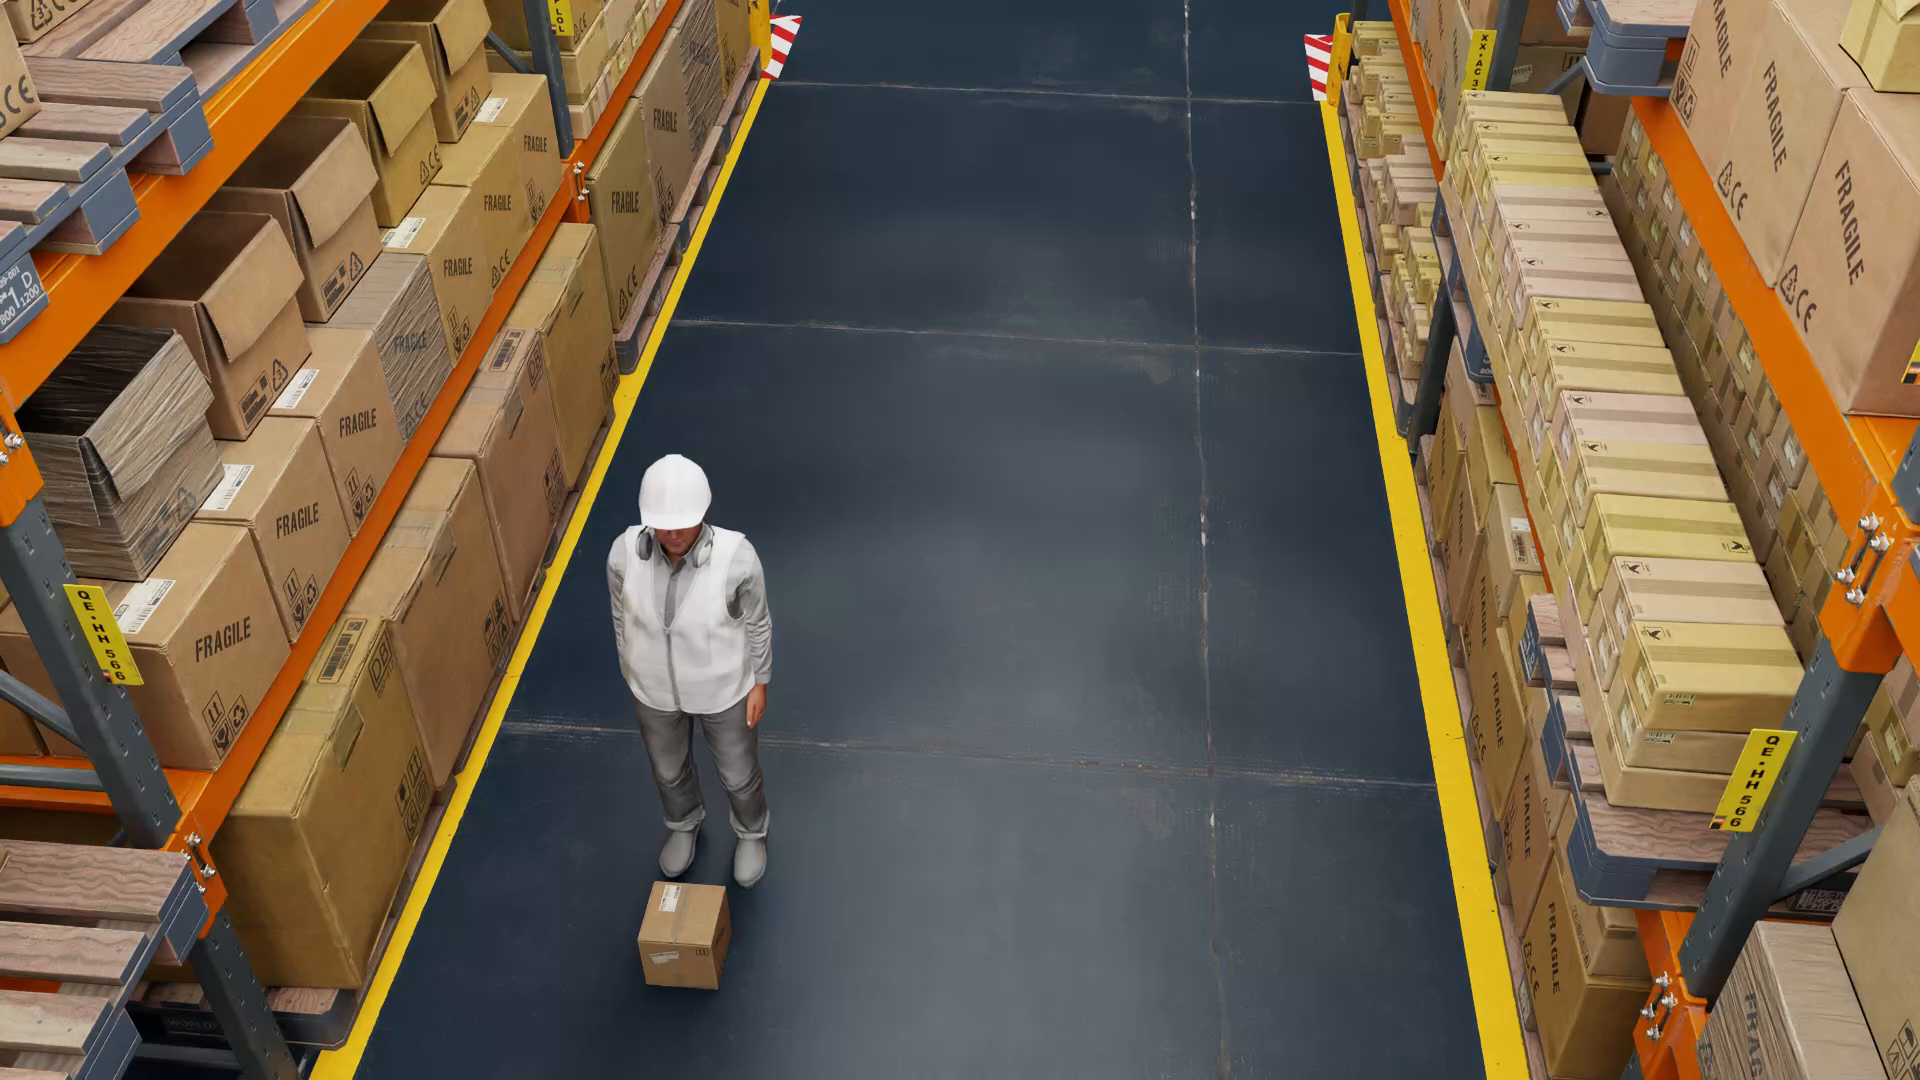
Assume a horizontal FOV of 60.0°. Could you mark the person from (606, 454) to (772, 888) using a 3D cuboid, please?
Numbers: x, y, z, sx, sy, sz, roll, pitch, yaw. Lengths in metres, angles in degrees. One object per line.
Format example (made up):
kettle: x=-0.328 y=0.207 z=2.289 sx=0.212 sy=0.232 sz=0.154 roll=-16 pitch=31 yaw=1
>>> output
person: x=-0.885 y=0.471 z=5.580 sx=0.524 sy=1.777 sz=0.355 roll=4 pitch=40 yaw=5
